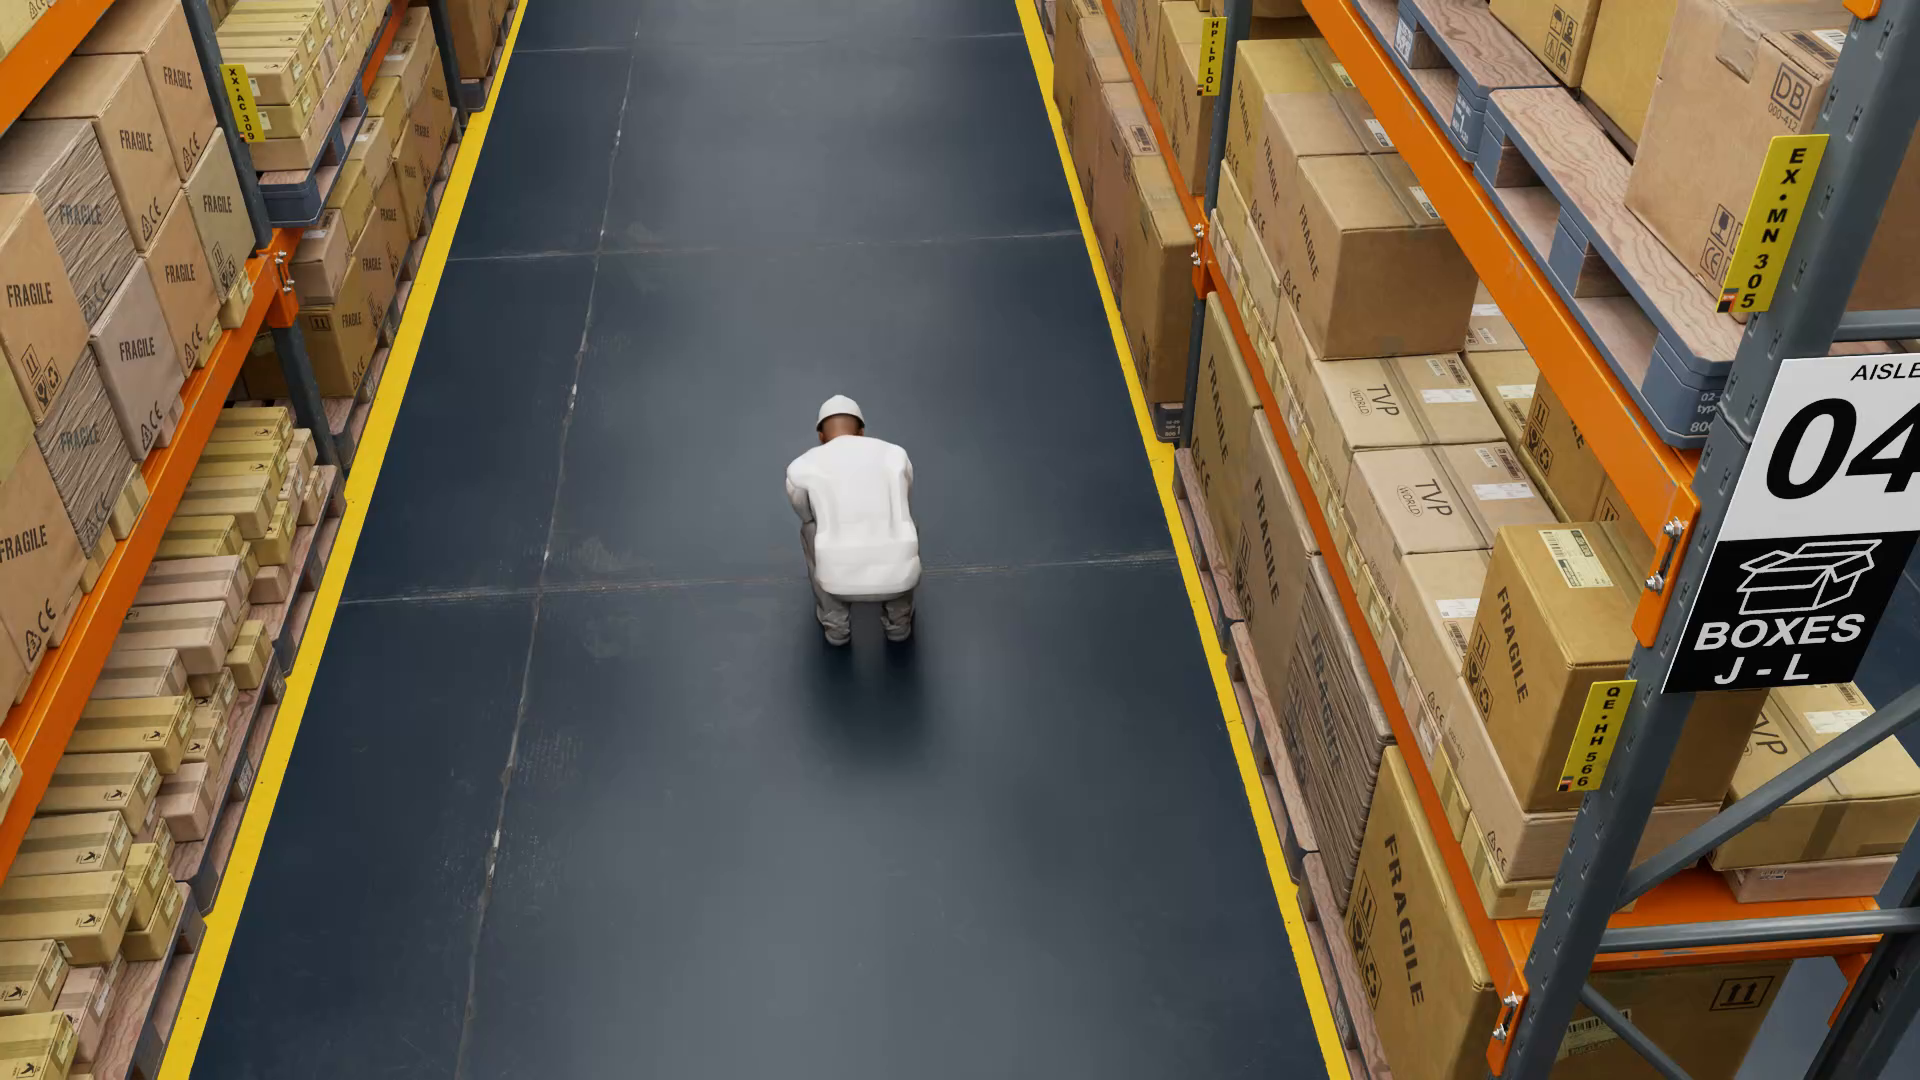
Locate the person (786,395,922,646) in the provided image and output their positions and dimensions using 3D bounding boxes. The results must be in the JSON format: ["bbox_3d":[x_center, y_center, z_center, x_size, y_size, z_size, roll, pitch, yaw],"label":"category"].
[{"bbox_3d":[-0.443,-0.027,7.009,0.549,0.900,0.926,-3,39,-4],"label":"person"}]
